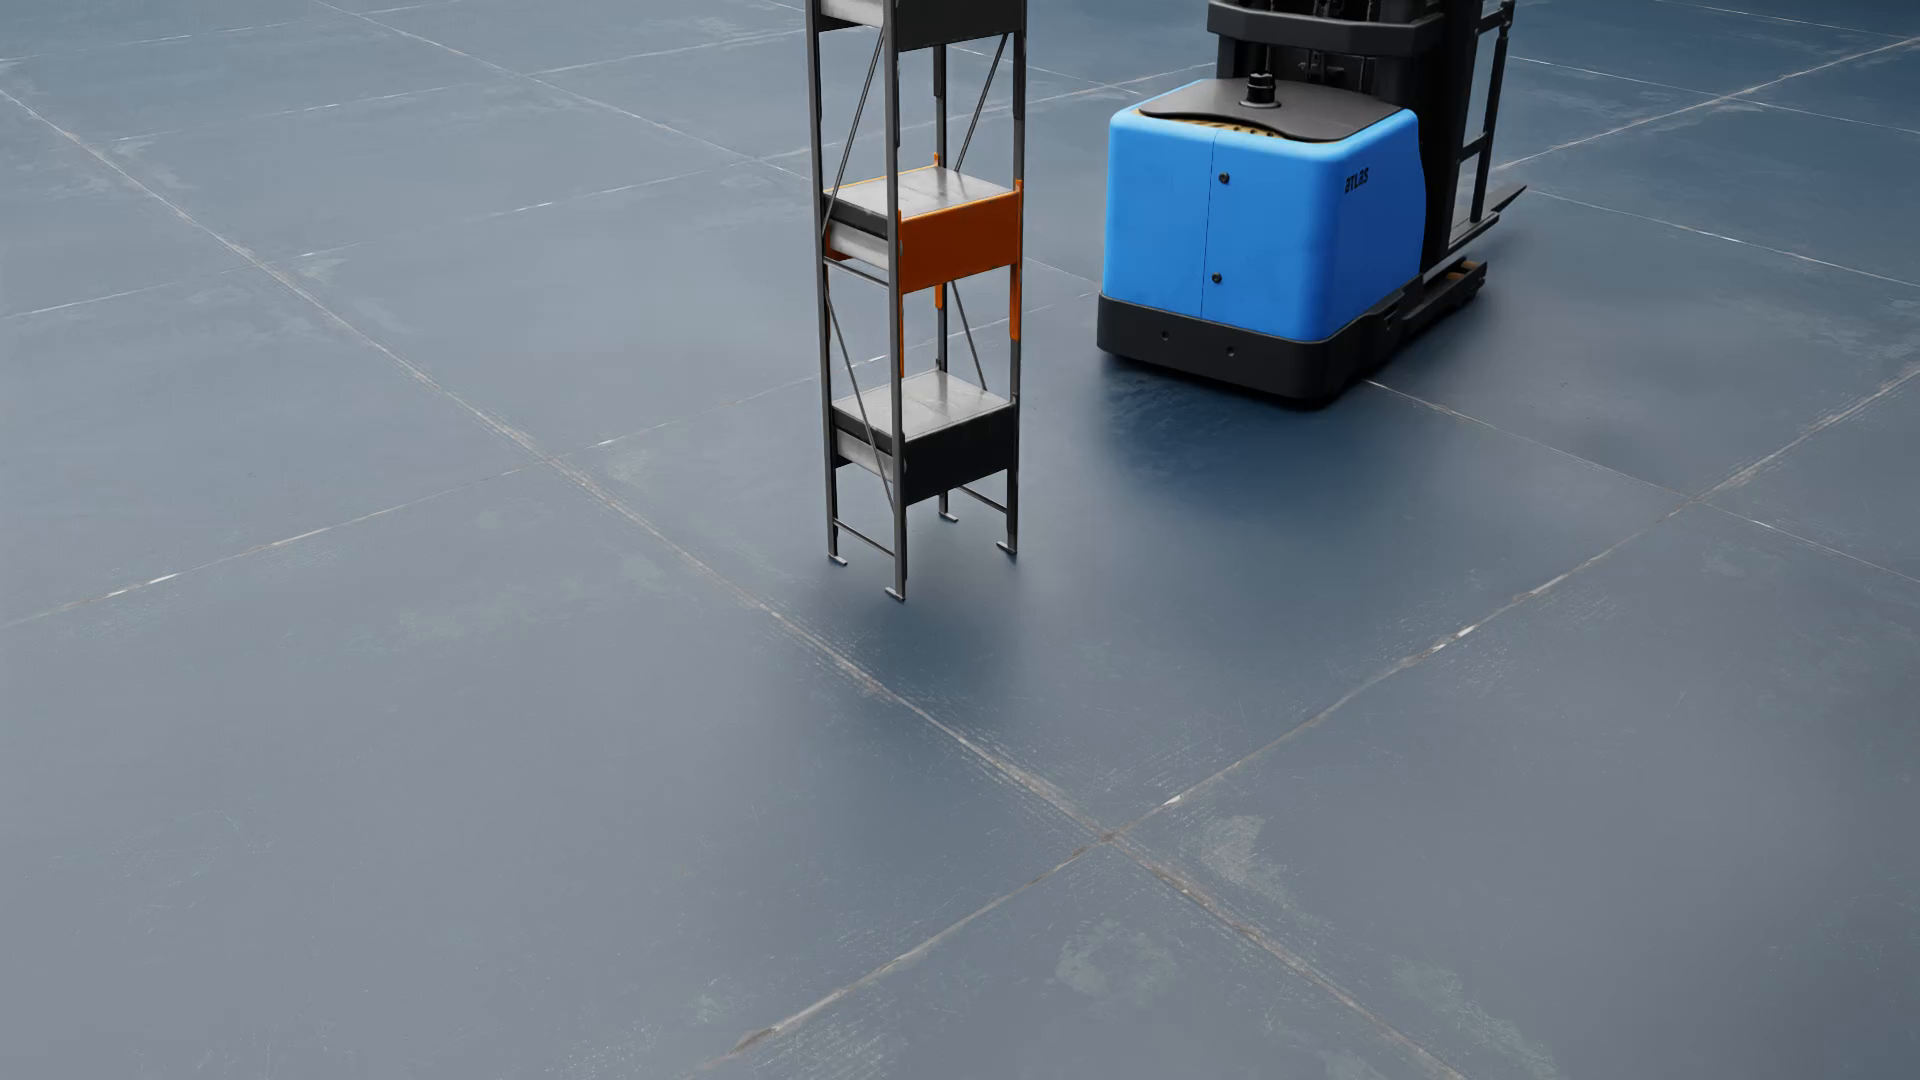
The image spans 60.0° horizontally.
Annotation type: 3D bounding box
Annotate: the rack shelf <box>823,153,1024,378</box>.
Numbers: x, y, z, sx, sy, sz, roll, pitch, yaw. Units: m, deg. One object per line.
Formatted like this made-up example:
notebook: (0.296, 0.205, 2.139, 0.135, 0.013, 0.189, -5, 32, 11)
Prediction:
rack shelf: (-0.126, -0.863, 5.167, 0.480, 0.518, 0.431, -22, 35, -35)

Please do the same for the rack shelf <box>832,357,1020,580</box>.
rack shelf: (-0.126, -0.246, 5.497, 0.480, 0.518, 0.431, -22, 35, -35)

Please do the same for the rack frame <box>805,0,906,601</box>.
rack frame: (-0.312, -0.801, 5.021, 0.015, 2.100, 0.400, -22, 35, -35)

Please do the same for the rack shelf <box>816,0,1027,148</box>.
rack shelf: (-0.126, -1.481, 4.837, 0.480, 0.518, 0.431, -22, 35, -35)

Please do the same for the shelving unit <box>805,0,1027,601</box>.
shelving unit: (-0.126, -0.875, 5.160, 0.503, 2.100, 0.431, -22, 35, -35)

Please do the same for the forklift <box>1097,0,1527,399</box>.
forklift: (1.852, -2.497, 7.312, 1.130, 2.935, 3.031, 19, 33, 31)

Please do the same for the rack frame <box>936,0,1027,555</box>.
rack frame: (0.060, -0.950, 5.300, 0.015, 2.100, 0.400, -22, 35, -35)
